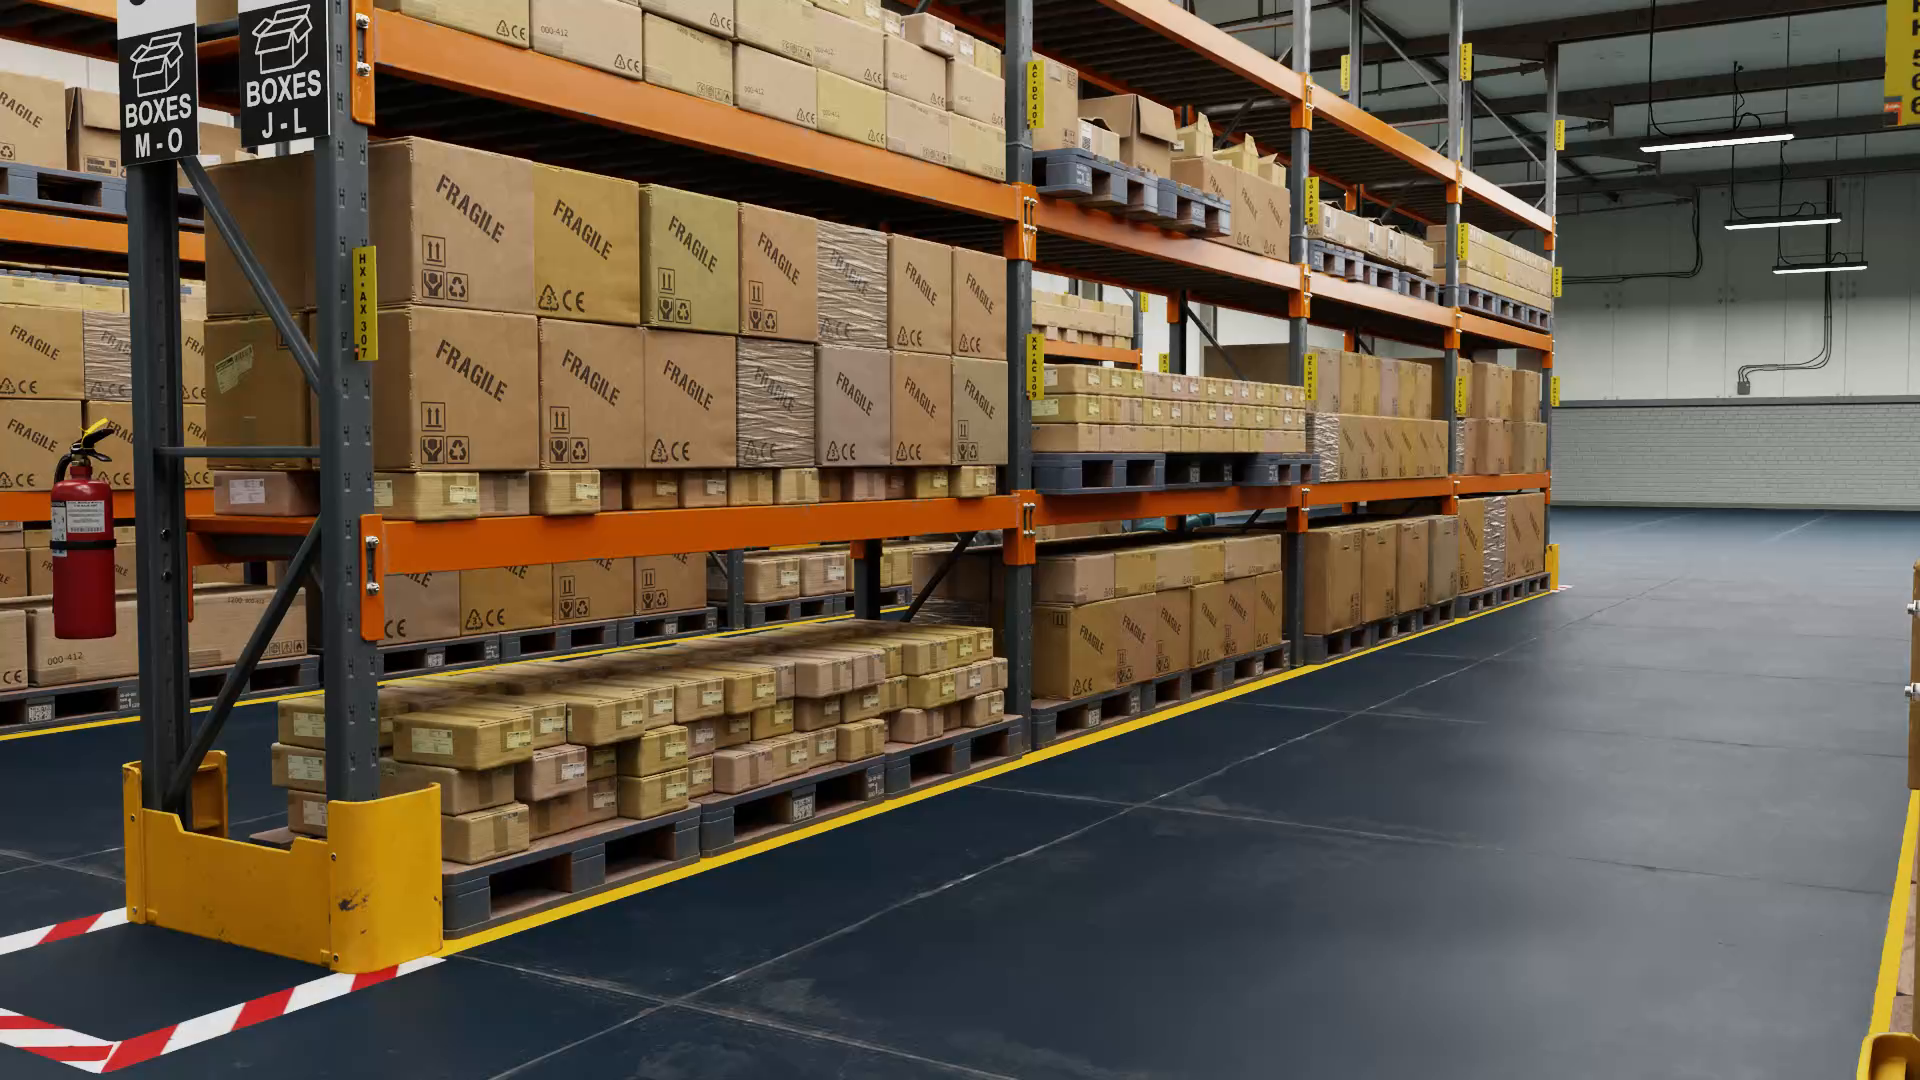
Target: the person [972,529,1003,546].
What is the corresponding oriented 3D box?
[{"bbox_3d":[0.318,-0.097,14.960,0.531,1.663,0.372,2,3,28],"label":"person"}]
